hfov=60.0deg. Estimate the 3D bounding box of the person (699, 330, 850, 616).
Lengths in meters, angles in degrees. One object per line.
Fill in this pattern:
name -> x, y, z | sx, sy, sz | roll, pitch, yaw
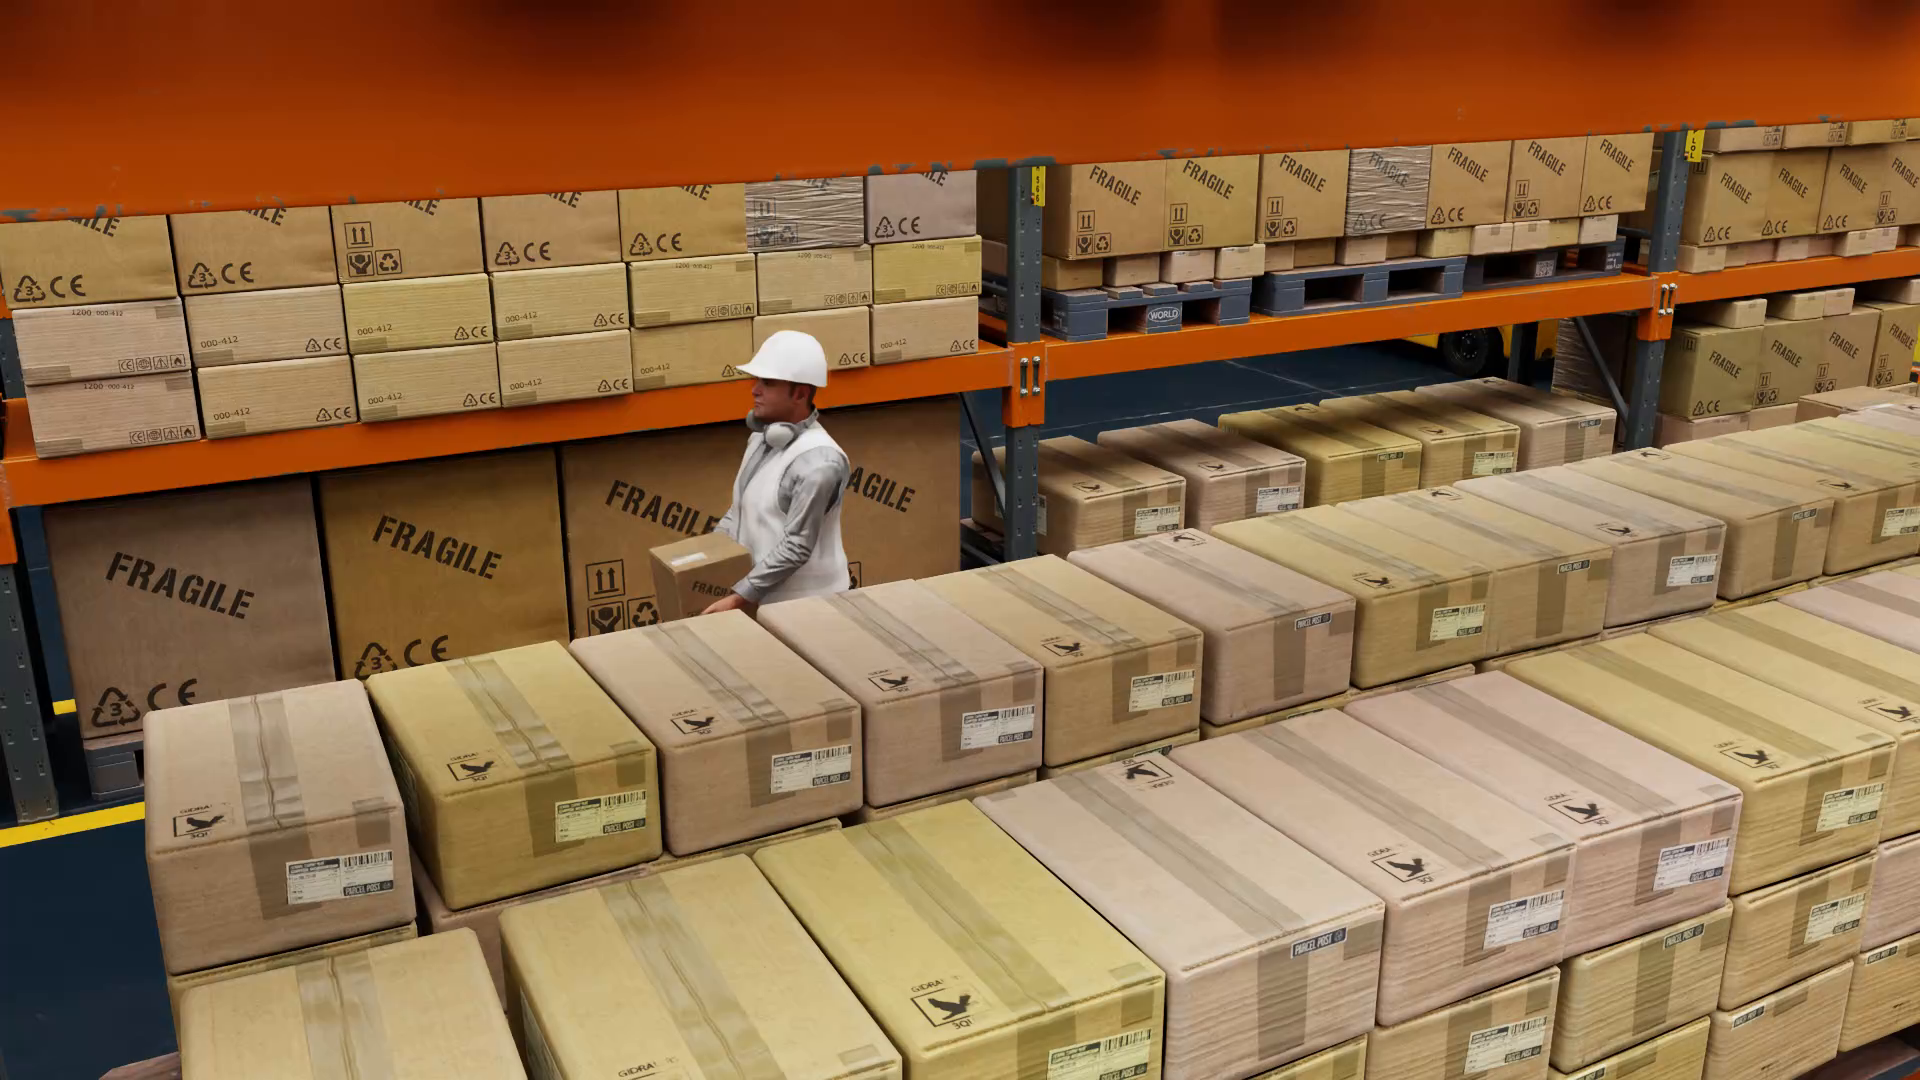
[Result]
person -> -0.639, 0.215, 5.364 | 0.542, 1.775, 0.514 | -10, 21, -27
